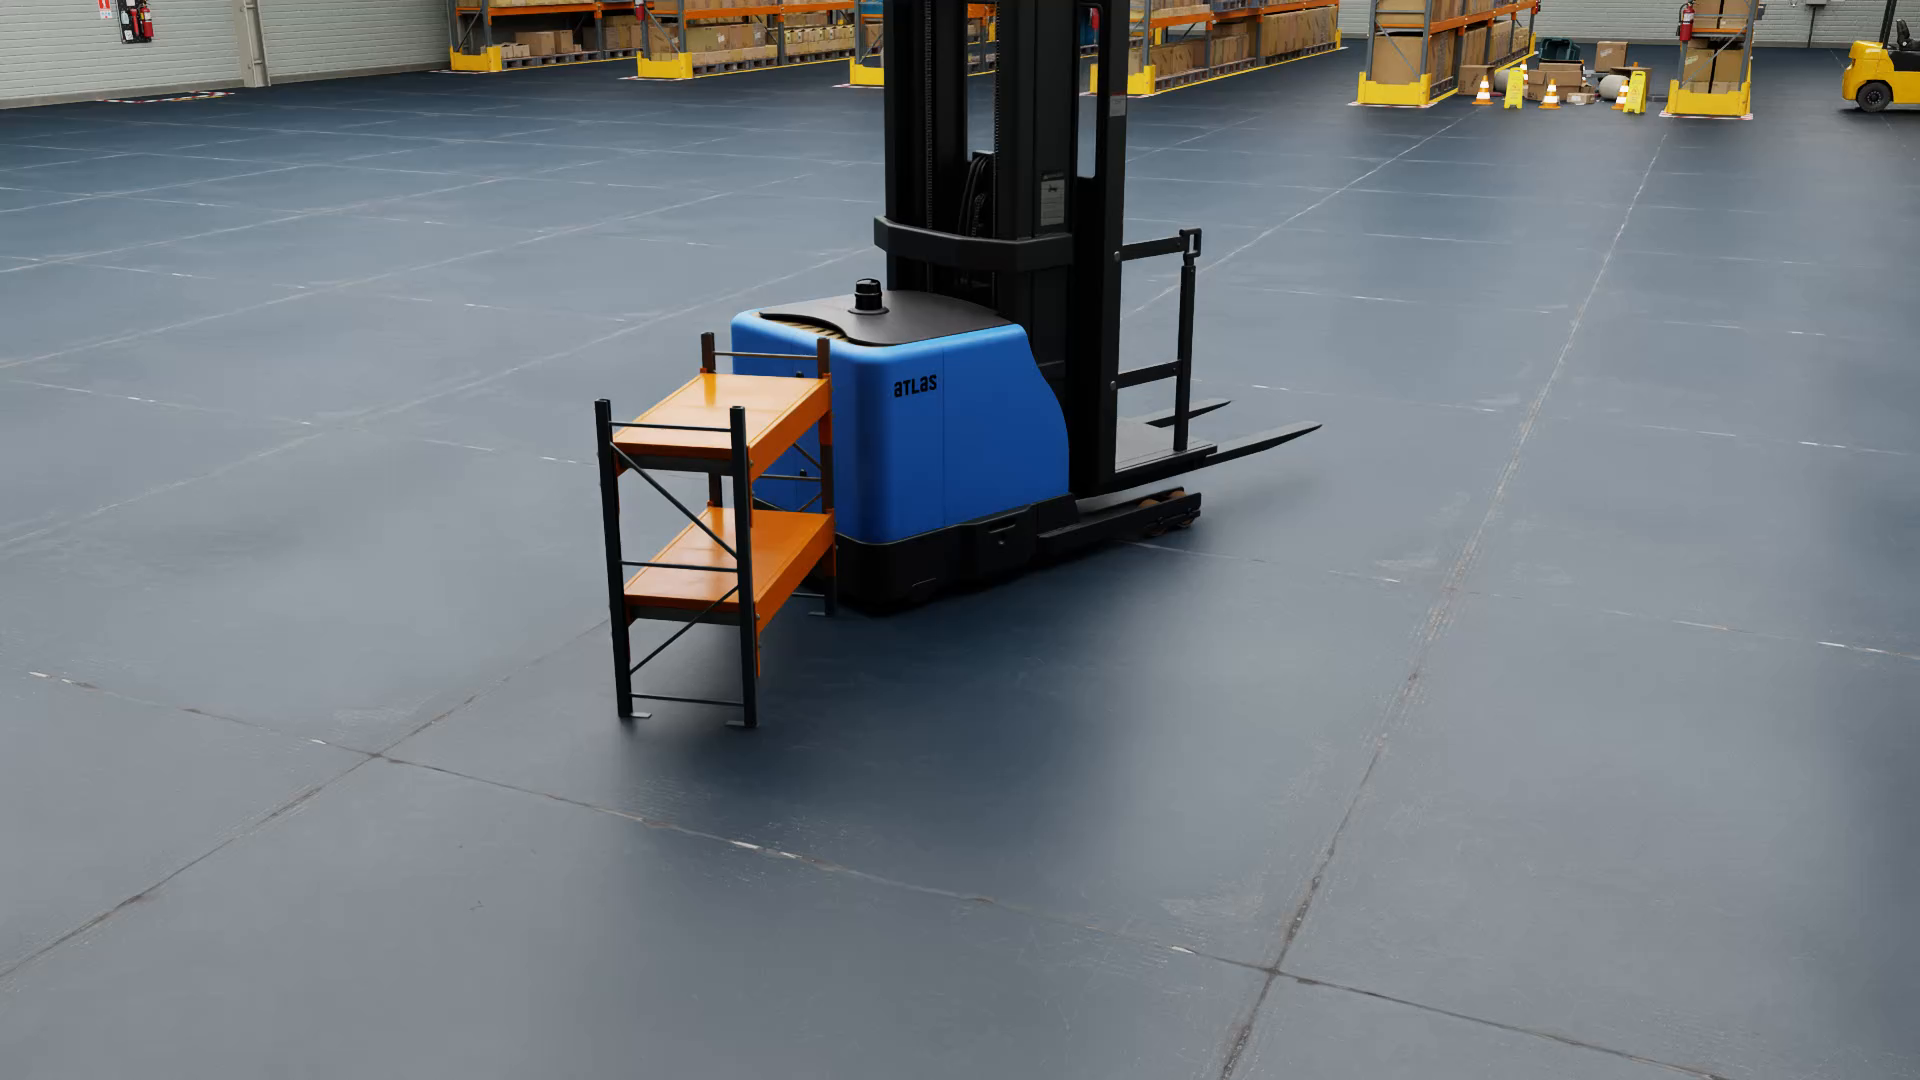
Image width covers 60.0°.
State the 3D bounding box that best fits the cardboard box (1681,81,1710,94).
[{"bbox_3d":[12.093,-7.464,27.457,0.500,0.250,0.500,8,21,22],"label":"cardboard box"}]

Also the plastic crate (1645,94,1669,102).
[{"bbox_3d":[12.244,-7.750,29.141,0.402,0.080,0.583,1,20,4],"label":"plastic crate"}]

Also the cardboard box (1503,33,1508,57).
[{"bbox_3d":[12.070,-11.189,37.559,0.500,0.500,0.500,8,21,21],"label":"cardboard box"}]

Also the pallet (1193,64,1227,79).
[{"bbox_3d":[4.912,-9.777,34.646,1.003,0.211,1.213,9,21,23],"label":"pallet"}]

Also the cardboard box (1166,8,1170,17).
[{"bbox_3d":[3.719,-9.869,31.117,0.380,0.149,0.250,9,21,23],"label":"cardboard box"}]

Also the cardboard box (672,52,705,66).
[{"bbox_3d":[-5.657,-10.026,34.661,0.500,0.250,0.500,9,21,23],"label":"cardboard box"}]

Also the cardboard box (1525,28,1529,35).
[{"bbox_3d":[13.861,-12.582,41.113,0.380,0.149,0.250,8,21,21],"label":"cardboard box"}]

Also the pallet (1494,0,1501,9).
[{"bbox_3d":[10.910,-11.506,35.632,1.213,0.211,1.003,9,21,23],"label":"pallet"}]

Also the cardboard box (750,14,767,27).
[{"bbox_3d":[-5.834,-14.306,45.800,0.750,0.750,0.750,9,21,23],"label":"cardboard box"}]

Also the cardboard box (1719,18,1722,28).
[{"bbox_3d":[12.415,-8.306,26.724,0.380,0.149,0.250,9,21,24],"label":"cardboard box"}]

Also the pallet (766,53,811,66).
[{"bbox_3d":[-4.176,-11.130,38.450,1.003,0.211,1.213,9,21,23],"label":"pallet"}]

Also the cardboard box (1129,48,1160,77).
[{"bbox_3d":[3.441,-9.026,31.476,0.500,0.500,0.500,15,25,37],"label":"cardboard box"}]

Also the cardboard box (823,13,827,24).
[{"bbox_3d":[-4.244,-15.353,49.265,0.700,0.500,0.500,9,21,23],"label":"cardboard box"}]

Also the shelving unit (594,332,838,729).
[{"bbox_3d":[-0.836,-0.076,6.004,0.538,1.125,1.048,4,20,11],"label":"shelving unit"}]

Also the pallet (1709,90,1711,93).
[{"bbox_3d":[12.894,-7.595,28.509,1.003,0.211,1.213,9,21,23],"label":"pallet"}]

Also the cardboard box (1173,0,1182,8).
[{"bbox_3d":[3.761,-10.449,31.781,0.875,0.500,0.500,9,21,23],"label":"cardboard box"}]

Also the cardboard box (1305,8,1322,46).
[{"bbox_3d":[8.582,-12.961,41.981,0.875,0.875,0.875,9,21,23],"label":"cardboard box"}]

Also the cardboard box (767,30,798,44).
[{"bbox_3d":[-4.045,-11.472,37.890,0.500,0.311,0.500,9,21,23],"label":"cardboard box"}]

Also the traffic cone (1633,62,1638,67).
[{"bbox_3d":[12.866,-8.869,31.716,0.336,0.463,0.334,9,21,23],"label":"traffic cone"}]

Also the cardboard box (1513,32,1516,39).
[{"bbox_3d":[12.851,-11.875,39.123,0.380,0.149,0.250,10,22,25],"label":"cardboard box"}]

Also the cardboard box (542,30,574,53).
[{"bbox_3d":[-9.351,-11.599,38.680,0.500,0.500,0.500,7,21,19],"label":"cardboard box"}]

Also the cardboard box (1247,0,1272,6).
[{"bbox_3d":[6.679,-12.234,37.243,0.500,0.500,0.500,9,22,24],"label":"cardboard box"}]

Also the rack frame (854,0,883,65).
[{"bbox_3d":[-1.562,-10.310,31.982,1.000,3.000,0.127,9,21,23],"label":"rack frame"}]

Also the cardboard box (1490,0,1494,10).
[{"bbox_3d":[10.776,-11.237,34.439,0.500,0.500,0.500,9,21,23],"label":"cardboard box"}]

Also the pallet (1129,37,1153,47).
[{"bbox_3d":[4.616,-13.640,45.508,1.003,0.211,1.213,9,21,23],"label":"pallet"}]

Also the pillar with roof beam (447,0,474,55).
[{"bbox_3d":[-7.176,-14.238,34.073,9.100,9.000,0.400,9,21,23],"label":"pillar with roof beam"}]

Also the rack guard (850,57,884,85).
[{"bbox_3d":[-1.574,-9.162,32.484,1.175,0.500,0.348,9,21,23],"label":"rack guard"}]

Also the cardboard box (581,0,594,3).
[{"bbox_3d":[-8.880,-12.644,38.740,0.500,0.250,0.500,9,21,23],"label":"cardboard box"}]

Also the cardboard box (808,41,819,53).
[{"bbox_3d":[-3.631,-11.520,38.861,0.500,0.250,0.500,8,21,21],"label":"cardboard box"}]

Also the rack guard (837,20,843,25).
[{"bbox_3d":[-4.039,-15.390,49.997,1.175,0.500,0.348,9,21,23],"label":"rack guard"}]

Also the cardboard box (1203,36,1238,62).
[{"bbox_3d":[5.535,-10.552,35.737,0.700,0.500,0.500,11,22,27],"label":"cardboard box"}]

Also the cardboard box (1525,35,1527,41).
[{"bbox_3d":[13.825,-12.445,41.170,0.380,0.149,0.250,8,21,20],"label":"cardboard box"}]

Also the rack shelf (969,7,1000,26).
[{"bbox_3d":[0.894,-11.805,37.260,1.077,0.370,4.000,9,21,23],"label":"rack shelf"}]

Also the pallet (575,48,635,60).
[{"bbox_3d":[-8.645,-11.816,40.379,1.003,0.211,1.213,9,21,23],"label":"pallet"}]

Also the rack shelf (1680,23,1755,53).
[{"bbox_3d":[12.816,-8.543,28.087,1.077,0.370,4.000,9,21,23],"label":"rack shelf"}]

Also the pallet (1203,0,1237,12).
[{"bbox_3d":[5.040,-10.976,34.142,1.003,0.211,1.213,9,21,23],"label":"pallet"}]

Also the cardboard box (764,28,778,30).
[{"bbox_3d":[-4.330,-11.703,38.539,0.500,0.311,0.500,9,22,24],"label":"cardboard box"}]

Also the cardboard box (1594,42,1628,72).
[{"bbox_3d":[11.999,-8.907,30.638,0.500,0.500,0.500,9,21,23],"label":"cardboard box"}]

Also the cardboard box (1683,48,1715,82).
[{"bbox_3d":[12.087,-7.807,27.301,0.500,0.500,0.500,9,21,23],"label":"cardboard box"}]

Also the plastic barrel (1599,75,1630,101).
[{"bbox_3d":[11.462,-7.896,29.038,0.421,0.421,0.512,-9,22,-24],"label":"plastic barrel"}]

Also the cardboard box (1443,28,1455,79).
[{"bbox_3d":[8.756,-9.155,31.280,0.875,0.875,0.875,9,21,24],"label":"cardboard box"}]

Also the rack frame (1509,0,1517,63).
[{"bbox_3d":[12.354,-12.587,38.385,1.000,3.000,0.127,9,21,23],"label":"rack frame"}]

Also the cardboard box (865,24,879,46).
[{"bbox_3d":[-2.357,-12.565,41.399,0.500,0.500,0.500,10,22,25],"label":"cardboard box"}]

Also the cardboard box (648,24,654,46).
[{"bbox_3d":[-8.067,-12.620,41.551,0.700,0.500,0.500,8,21,22],"label":"cardboard box"}]

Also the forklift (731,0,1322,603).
[{"bbox_3d":[0.477,-1.517,7.360,3.031,2.935,1.130,-16,25,-38],"label":"forklift"}]

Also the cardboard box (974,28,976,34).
[{"bbox_3d":[0.226,-14.442,47.174,0.380,0.166,0.250,9,21,23],"label":"cardboard box"}]

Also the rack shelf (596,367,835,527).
[{"bbox_3d":[-0.836,-0.352,5.906,0.538,0.278,1.000,4,20,11],"label":"rack shelf"}]

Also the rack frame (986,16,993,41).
[{"bbox_3d":[0.472,-15.882,47.649,1.000,3.000,0.127,9,21,23],"label":"rack frame"}]

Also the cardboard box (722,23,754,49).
[{"bbox_3d":[-4.849,-10.993,36.259,0.500,0.500,0.500,9,21,23],"label":"cardboard box"}]

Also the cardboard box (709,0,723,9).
[{"bbox_3d":[-5.458,-11.491,35.153,0.700,0.500,0.500,9,21,23],"label":"cardboard box"}]

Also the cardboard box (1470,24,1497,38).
[{"bbox_3d":[11.219,-10.915,35.669,0.500,0.250,0.500,8,21,20],"label":"cardboard box"}]

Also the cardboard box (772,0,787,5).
[{"bbox_3d":[-4.280,-12.299,37.799,0.500,0.250,0.500,10,22,26],"label":"cardboard box"}]
